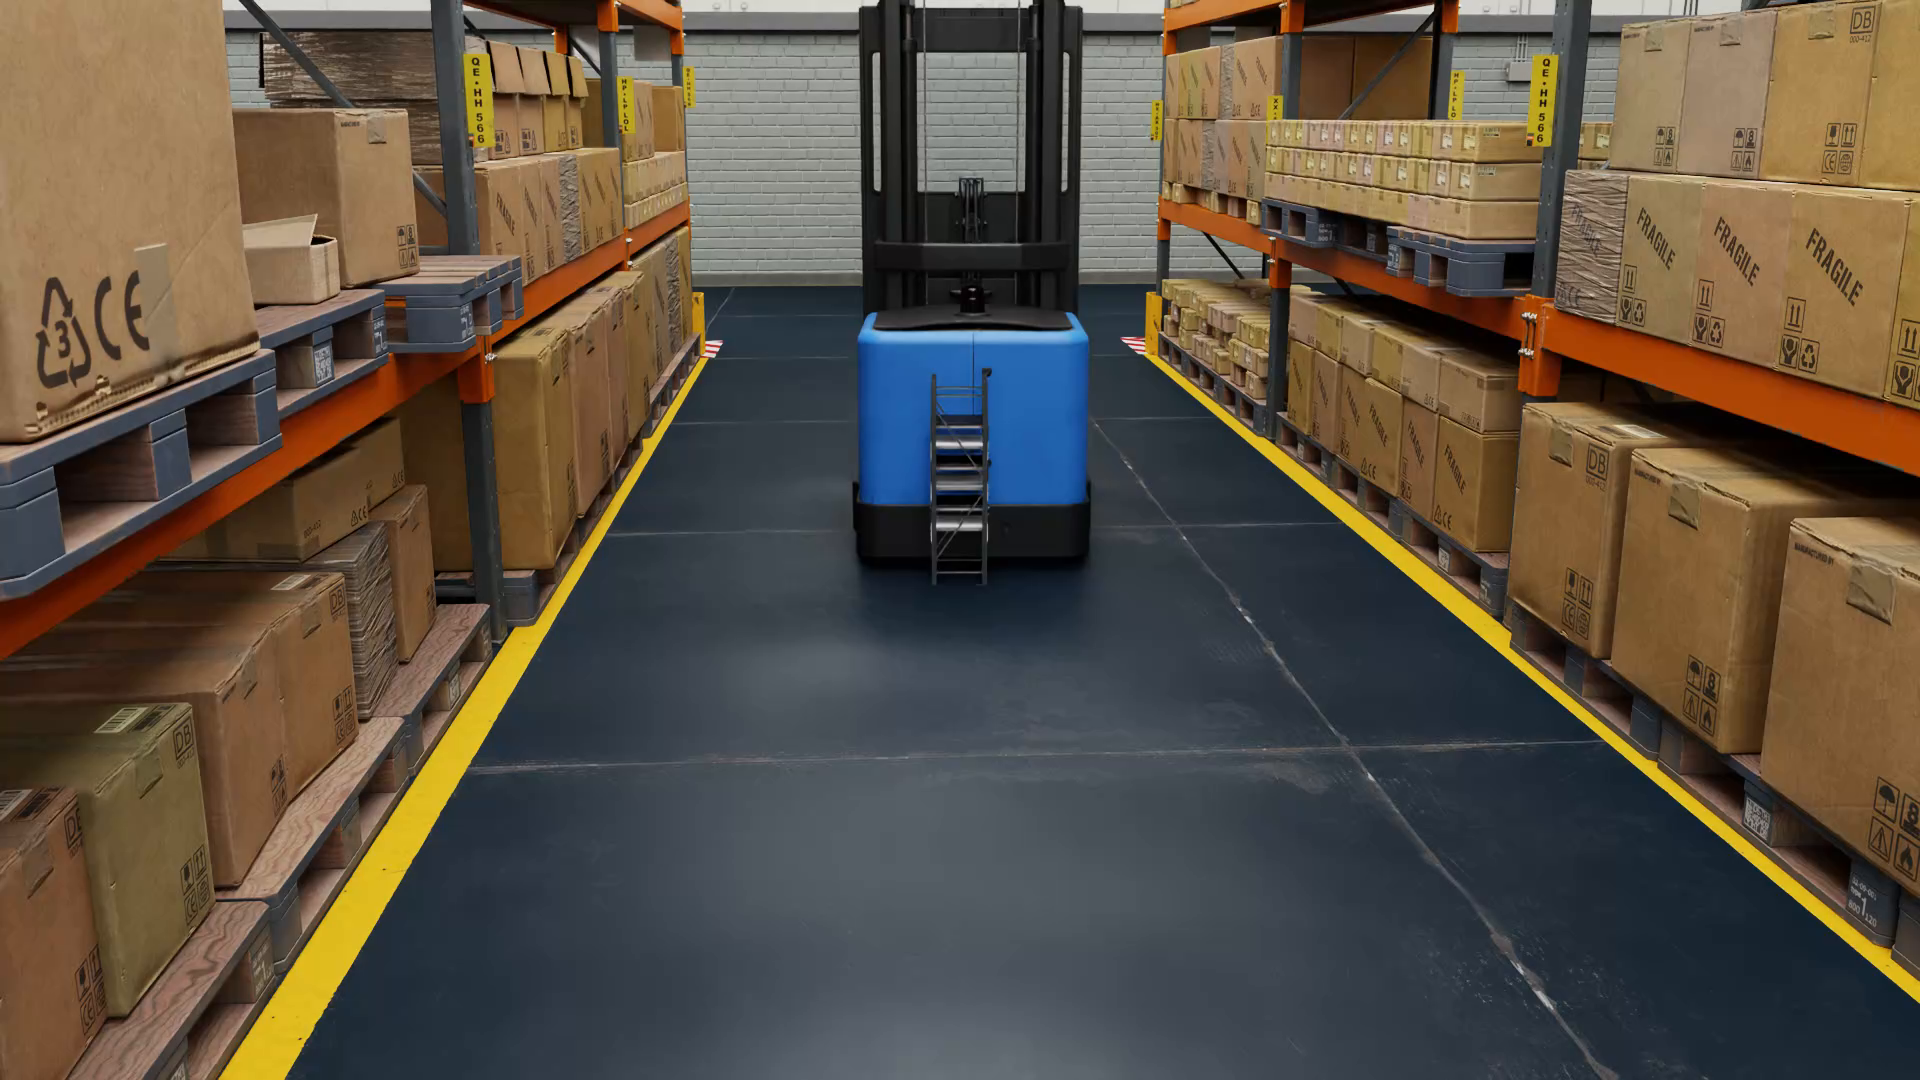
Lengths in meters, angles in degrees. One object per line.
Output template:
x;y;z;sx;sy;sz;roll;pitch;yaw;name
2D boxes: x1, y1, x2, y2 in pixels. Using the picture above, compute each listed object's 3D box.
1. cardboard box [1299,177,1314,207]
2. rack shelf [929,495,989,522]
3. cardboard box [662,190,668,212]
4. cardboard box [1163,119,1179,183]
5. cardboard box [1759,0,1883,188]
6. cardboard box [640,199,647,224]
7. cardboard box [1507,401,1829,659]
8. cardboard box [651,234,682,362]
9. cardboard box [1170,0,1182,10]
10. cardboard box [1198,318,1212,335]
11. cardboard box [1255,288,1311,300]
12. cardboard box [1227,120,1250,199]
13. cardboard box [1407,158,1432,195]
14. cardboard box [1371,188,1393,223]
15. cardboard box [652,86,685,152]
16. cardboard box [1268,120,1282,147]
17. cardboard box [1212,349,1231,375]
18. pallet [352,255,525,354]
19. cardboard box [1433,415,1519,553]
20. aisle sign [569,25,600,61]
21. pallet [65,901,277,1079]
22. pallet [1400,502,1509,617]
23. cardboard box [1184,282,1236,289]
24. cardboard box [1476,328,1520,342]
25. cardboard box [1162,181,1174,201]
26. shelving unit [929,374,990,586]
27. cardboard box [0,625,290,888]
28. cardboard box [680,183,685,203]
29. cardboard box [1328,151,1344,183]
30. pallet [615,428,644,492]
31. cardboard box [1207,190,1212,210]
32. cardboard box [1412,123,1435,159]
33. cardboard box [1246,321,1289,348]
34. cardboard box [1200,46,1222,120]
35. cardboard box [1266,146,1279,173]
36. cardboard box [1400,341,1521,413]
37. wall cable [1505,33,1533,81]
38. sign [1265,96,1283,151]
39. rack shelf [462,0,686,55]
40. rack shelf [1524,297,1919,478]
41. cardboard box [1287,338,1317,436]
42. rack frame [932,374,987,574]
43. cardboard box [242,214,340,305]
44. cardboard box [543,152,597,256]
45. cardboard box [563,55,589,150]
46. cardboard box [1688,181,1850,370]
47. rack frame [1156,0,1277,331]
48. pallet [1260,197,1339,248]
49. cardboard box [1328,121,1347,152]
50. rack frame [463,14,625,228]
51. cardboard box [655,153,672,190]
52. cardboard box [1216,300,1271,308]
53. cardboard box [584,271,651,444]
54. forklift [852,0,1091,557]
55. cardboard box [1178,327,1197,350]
2.049;-1.878;8.966;0.380;0.149;0.250;-1;14;-3;cardboard box
-0.003;-0.142;7.265;0.258;0.077;0.200;0;14;0;rack shelf
-2.325;-2.453;12.043;0.380;0.149;0.250;-1;14;-2;cardboard box
1.938;-3.166;13.514;0.500;0.500;0.500;0;14;-1;cardboard box
2.766;-1.267;4.725;0.700;0.500;0.500;-1;14;-4;cardboard box
-2.242;-2.131;10.793;0.380;0.149;0.250;0;14;-2;cardboard box
2.630;-0.061;5.915;1.050;0.750;0.750;-1;14;-4;cardboard box
-2.595;-1.828;12.533;0.875;0.875;0.875;-1;14;-3;cardboard box
1.959;-4.354;13.210;0.500;0.250;0.500;0;14;-1;cardboard box
2.045;-1.663;12.753;0.380;0.149;0.250;-2;15;-6;cardboard box
2.526;-1.881;13.003;0.380;0.149;0.250;-1;15;-6;cardboard box
2.091;-2.532;11.051;0.500;0.500;0.500;-1;14;-5;cardboard box
2.160;-1.573;7.185;0.380;0.149;0.250;-1;14;-2;cardboard box
2.133;-1.552;7.699;0.380;0.149;0.250;-2;15;-6;cardboard box
-2.478;-3.355;13.247;0.500;0.500;0.500;-1;14;-3;cardboard box
1.999;-2.359;9.644;0.380;0.149;0.250;0;14;-1;cardboard box
2.006;-1.267;11.810;0.380;0.149;0.250;-1;14;-4;cardboard box
-2.124;-0.780;5.423;1.213;0.211;1.003;-1;14;-3;pallet
2.380;-0.252;7.161;0.500;0.500;0.500;-1;14;-4;cardboard box
-3.074;-4.310;13.542;0.394;0.787;0.004;-1;14;-3;aisle sign
-2.077;1.103;3.315;1.003;0.211;1.213;-1;14;-3;pallet
2.635;0.056;7.384;1.003;0.211;1.213;-1;14;-3;pallet
2.017;-1.998;13.457;0.380;0.149;0.250;-1;14;-2;cardboard box
2.832;-0.880;8.097;0.500;0.250;0.500;-1;14;-3;cardboard box
1.879;-2.882;13.713;0.380;0.149;0.250;-1;14;-4;cardboard box
-0.003;-0.261;7.235;0.258;0.900;0.210;0;14;0;shelving unit
-2.089;0.533;4.069;0.700;0.500;0.500;-2;15;-8;cardboard box
-2.402;-2.768;13.270;0.380;0.149;0.250;-1;14;-3;cardboard box
2.086;-1.889;8.413;0.380;0.149;0.250;-1;14;-4;cardboard box
-2.400;-0.502;9.554;1.003;0.211;1.213;-1;14;-3;pallet
2.027;-2.495;12.208;0.380;0.149;0.250;0;14;-1;cardboard box
2.164;-1.712;7.128;0.380;0.149;0.250;0;14;-2;cardboard box
2.097;-1.353;10.949;0.380;0.149;0.250;-1;14;-3;cardboard box
2.032;-3.269;11.906;0.500;0.500;0.500;-1;14;-5;cardboard box
1.999;-2.215;9.681;0.380;0.149;0.250;-1;14;-3;cardboard box
2.336;-0.747;7.580;0.500;0.250;0.500;-1;14;-3;cardboard box
6.748;-5.100;19.727;0.585;1.953;0.123;-1;14;-3;wall cable
1.893;-2.504;10.000;0.100;0.325;0.005;-1;14;-3;sign
-2.647;-3.645;11.597;1.077;0.370;4.000;-1;14;-3;rack shelf
2.806;-0.254;4.438;1.077;0.370;4.000;-1;14;-3;rack shelf
2.215;-0.900;9.677;0.500;0.500;0.500;0;14;-1;cardboard box
-0.004;-0.286;7.333;0.240;0.900;0.006;0;14;0;rack frame
-1.902;-0.776;4.450;0.396;0.266;0.258;-1;14;-5;cardboard box
-2.158;-1.727;8.516;0.500;0.500;0.500;-1;14;-4;cardboard box
-2.475;-2.419;9.193;0.797;0.503;0.637;-1;14;-5;cardboard box
2.505;-0.781;4.840;0.500;0.500;0.500;-1;14;-3;cardboard box
2.186;-3.089;14.014;1.000;3.000;0.127;-1;14;-3;rack frame
2.336;-1.809;9.424;1.003;0.211;1.213;-1;14;-3;pallet
2.081;-2.038;8.394;0.380;0.149;0.250;0;14;-1;cardboard box
-2.523;-2.043;9.948;1.000;3.000;0.127;-1;14;-3;rack frame
-2.413;-2.740;12.361;0.500;0.250;0.500;-1;14;-5;cardboard box
2.092;-1.677;12.208;0.380;0.149;0.250;-1;14;-3;cardboard box
-2.463;-1.059;9.543;1.225;0.875;0.875;-1;14;-3;cardboard box
0.051;-1.650;8.556;1.130;2.935;3.031;0;14;0;forklift
1.926;-1.586;13.050;0.380;0.149;0.250;-1;14;-3;cardboard box
